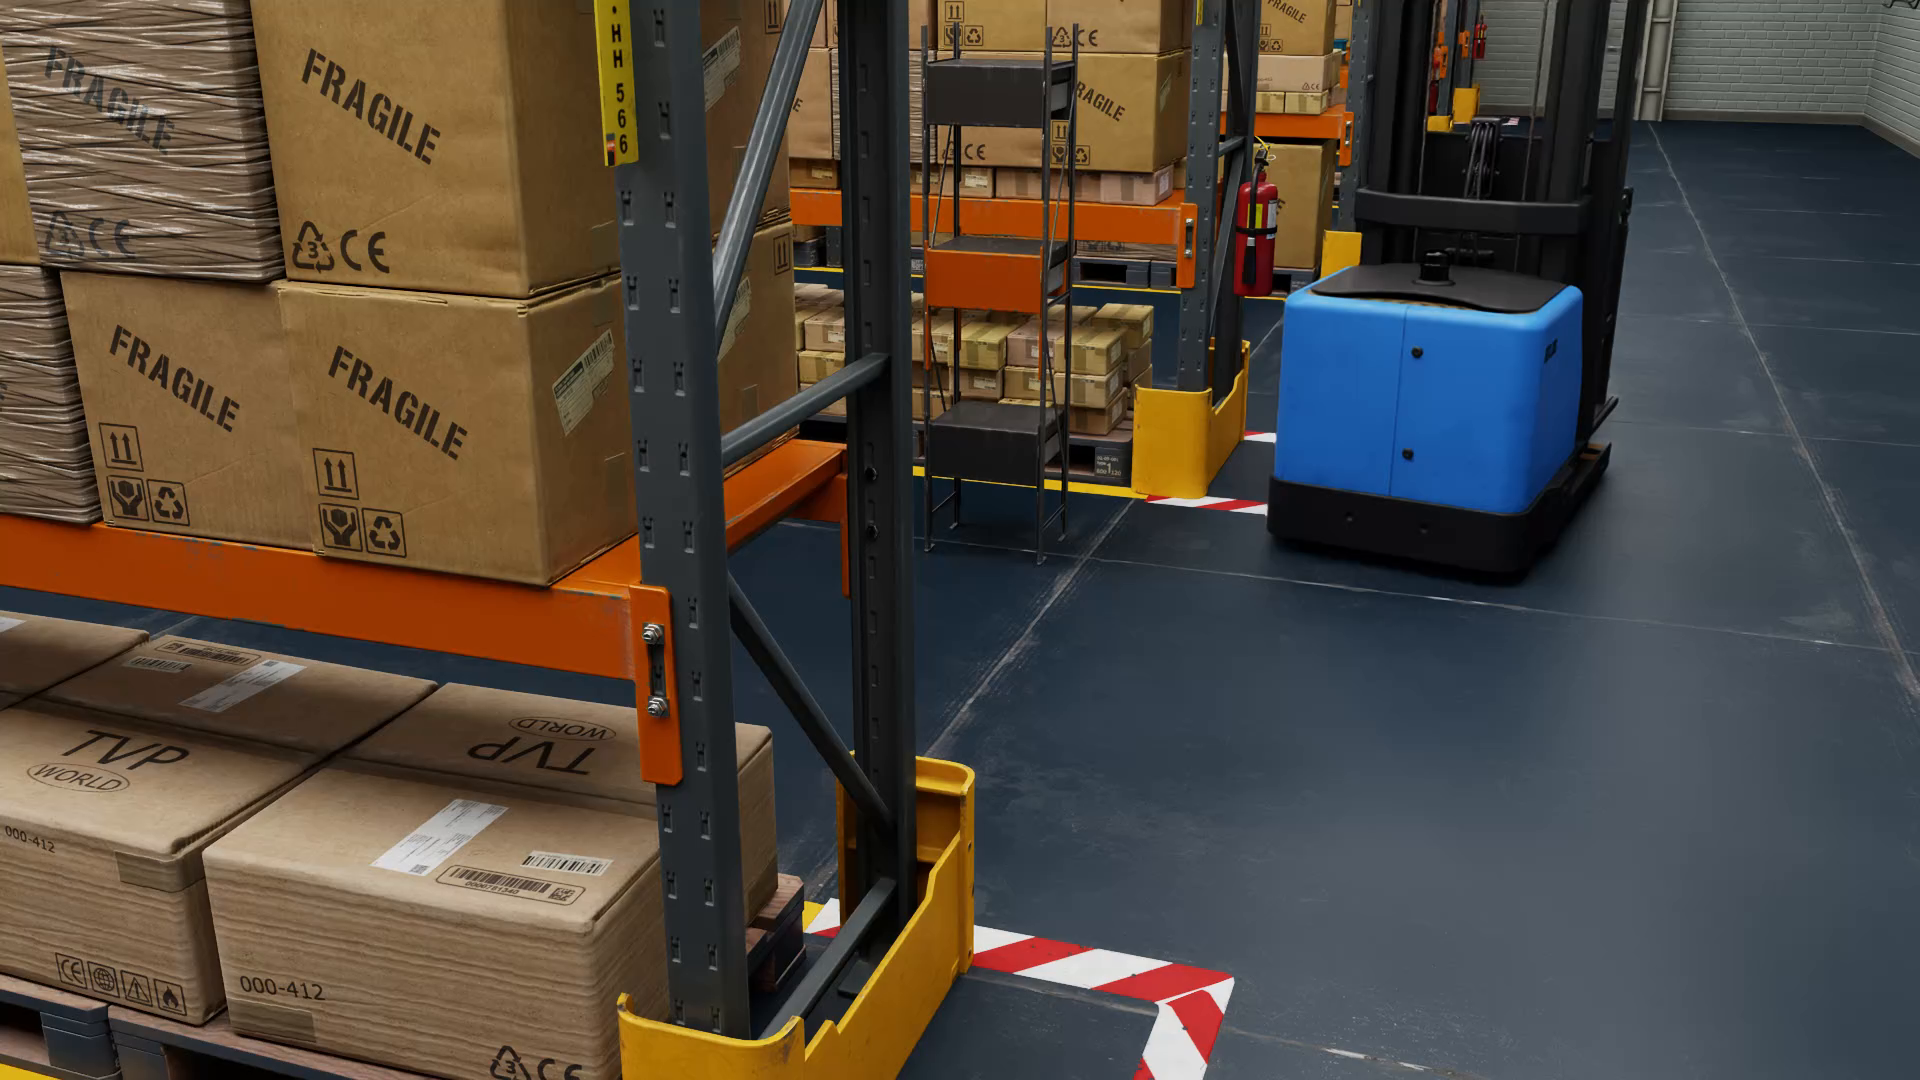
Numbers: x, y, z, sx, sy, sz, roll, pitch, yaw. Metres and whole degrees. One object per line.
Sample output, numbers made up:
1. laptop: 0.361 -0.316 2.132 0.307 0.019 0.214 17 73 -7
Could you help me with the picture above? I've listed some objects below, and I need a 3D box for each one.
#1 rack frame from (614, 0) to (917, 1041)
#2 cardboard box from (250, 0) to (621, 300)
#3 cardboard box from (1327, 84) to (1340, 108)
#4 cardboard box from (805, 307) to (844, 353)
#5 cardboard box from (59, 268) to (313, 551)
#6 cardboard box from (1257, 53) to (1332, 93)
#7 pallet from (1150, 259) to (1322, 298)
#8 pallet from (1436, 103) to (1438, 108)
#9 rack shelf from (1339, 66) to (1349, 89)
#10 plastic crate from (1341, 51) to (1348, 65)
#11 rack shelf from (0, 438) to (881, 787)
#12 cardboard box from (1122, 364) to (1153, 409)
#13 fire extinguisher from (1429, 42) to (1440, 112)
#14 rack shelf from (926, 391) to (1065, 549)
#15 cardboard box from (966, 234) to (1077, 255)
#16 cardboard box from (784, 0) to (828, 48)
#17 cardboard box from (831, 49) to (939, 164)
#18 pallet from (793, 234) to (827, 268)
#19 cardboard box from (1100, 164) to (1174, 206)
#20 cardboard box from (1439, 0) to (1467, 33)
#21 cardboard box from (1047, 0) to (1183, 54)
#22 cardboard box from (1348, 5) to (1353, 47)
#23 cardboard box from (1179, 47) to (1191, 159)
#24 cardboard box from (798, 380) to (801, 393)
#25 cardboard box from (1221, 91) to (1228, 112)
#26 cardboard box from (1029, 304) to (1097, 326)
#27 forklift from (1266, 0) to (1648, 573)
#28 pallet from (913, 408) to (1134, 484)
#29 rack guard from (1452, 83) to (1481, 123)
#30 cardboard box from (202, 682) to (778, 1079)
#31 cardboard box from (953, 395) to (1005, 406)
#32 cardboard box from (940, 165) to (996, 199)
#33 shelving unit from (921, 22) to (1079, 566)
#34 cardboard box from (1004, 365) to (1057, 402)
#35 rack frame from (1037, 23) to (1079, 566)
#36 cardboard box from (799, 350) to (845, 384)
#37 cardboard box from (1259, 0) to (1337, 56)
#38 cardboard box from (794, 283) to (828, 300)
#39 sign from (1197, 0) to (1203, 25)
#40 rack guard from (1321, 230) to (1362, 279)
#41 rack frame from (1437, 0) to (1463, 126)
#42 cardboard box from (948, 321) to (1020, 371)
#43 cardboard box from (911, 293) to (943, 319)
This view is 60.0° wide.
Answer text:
1. rack frame: -0.324 -0.238 3.203 0.127 3.000 1.000 7 20 18
2. cardboard box: -0.858 -0.736 2.959 0.500 0.500 0.500 7 20 20
3. cardboard box: 2.701 -3.342 12.488 0.250 0.149 0.380 7 20 19
4. cardboard box: -0.592 -1.056 8.337 0.250 0.149 0.380 6 20 16
5. cardboard box: -1.336 -0.314 3.269 0.500 0.500 0.500 6 20 17
6. cardboard box: 2.383 -3.359 11.932 0.500 0.250 0.500 6 20 17
7. pallet: 2.147 -2.065 12.680 1.213 0.211 1.003 7 20 18
8. pallet: 7.024 -6.685 25.935 1.213 0.211 1.003 7 20 18
9. rack shelf: 2.664 -4.736 17.199 4.000 0.370 1.077 7 20 18
10. plastic crate: 3.724 -4.795 16.585 0.243 0.136 0.396 7 20 18
11. rack shelf: -2.213 -0.115 3.941 4.000 0.370 1.077 7 20 18
12. cardboard box: 0.815 -0.797 8.498 0.250 0.149 0.380 7 20 19
13. fire extinguisher: 4.547 -4.490 16.083 0.183 0.674 0.296 7 20 18
14. rack shelf: 0.156 -0.300 6.914 0.480 0.518 0.431 7 20 18
15. cardboard box: 0.597 -2.753 13.008 0.875 0.875 0.875 7 20 18
16. cardboard box: -0.782 -2.585 7.811 0.500 0.500 0.500 6 20 16
17. cardboard box: -0.271 -2.054 7.807 0.500 0.500 0.500 7 20 18
18. pallet: -1.604 -2.495 13.913 1.213 0.211 1.003 7 20 18
19. cardboard box: 0.804 -1.617 7.540 0.250 0.149 0.380 7 20 18
20. cardboard box: 7.320 -8.134 25.397 0.700 0.700 0.980 7 21 21
21. cardboard box: 0.691 -2.420 7.340 0.500 0.500 0.500 6 20 17
22. cardboard box: 5.179 -6.465 20.915 0.500 0.500 0.500 7 20 19
23. cardboard box: 0.871 -2.111 7.970 0.500 0.500 0.500 8 21 21
24. cardboard box: -0.823 -0.801 8.511 0.250 0.149 0.380 7 20 20
25. cardboard box: 2.000 -3.192 12.059 0.250 0.149 0.380 7 20 18
26. cardboard box: 0.522 -1.076 8.396 0.250 0.149 0.380 7 20 19
27. forklift: 2.455 -1.692 7.478 1.130 2.935 3.031 11 22 28
28. pallet: 0.377 -0.579 8.416 1.213 0.211 1.003 7 20 18
29. rack guard: 7.827 -6.757 25.702 0.348 0.500 1.175 7 20 18
30. cardboard box: -0.980 0.733 3.671 0.875 0.438 0.875 6 20 16
31. cardboard box: 0.142 -0.684 8.175 0.250 0.149 0.380 6 20 18
32. cardboard box: 0.091 -1.698 7.773 0.250 0.149 0.380 7 20 20
33. shelving unit: 0.156 -0.974 6.679 0.503 2.100 0.431 7 20 18
34. cardboard box: 0.383 -0.794 8.039 0.250 0.149 0.380 6 20 17
35. rack frame: 0.387 -0.947 6.604 0.015 2.100 0.400 7 20 18
36. cardboard box: -0.608 -0.890 8.314 0.250 0.149 0.380 8 21 21
37. cardboard box: 2.382 -3.714 11.812 0.500 0.500 0.500 7 20 19
38. cardboard box: -0.896 -1.278 8.975 0.250 0.149 0.380 6 20 16
39. sign: 1.004 -2.314 6.918 0.005 0.325 0.100 7 20 18
40. rack guard: 2.951 -2.137 12.447 0.348 0.500 1.175 7 20 18
41. rack frame: 6.183 -6.399 20.878 0.127 3.000 1.000 7 20 18
42. cardboard box: 0.117 -0.933 7.986 0.250 0.149 0.380 6 20 17
43. cardboard box: -0.195 -1.177 8.685 0.250 0.149 0.380 7 21 20
